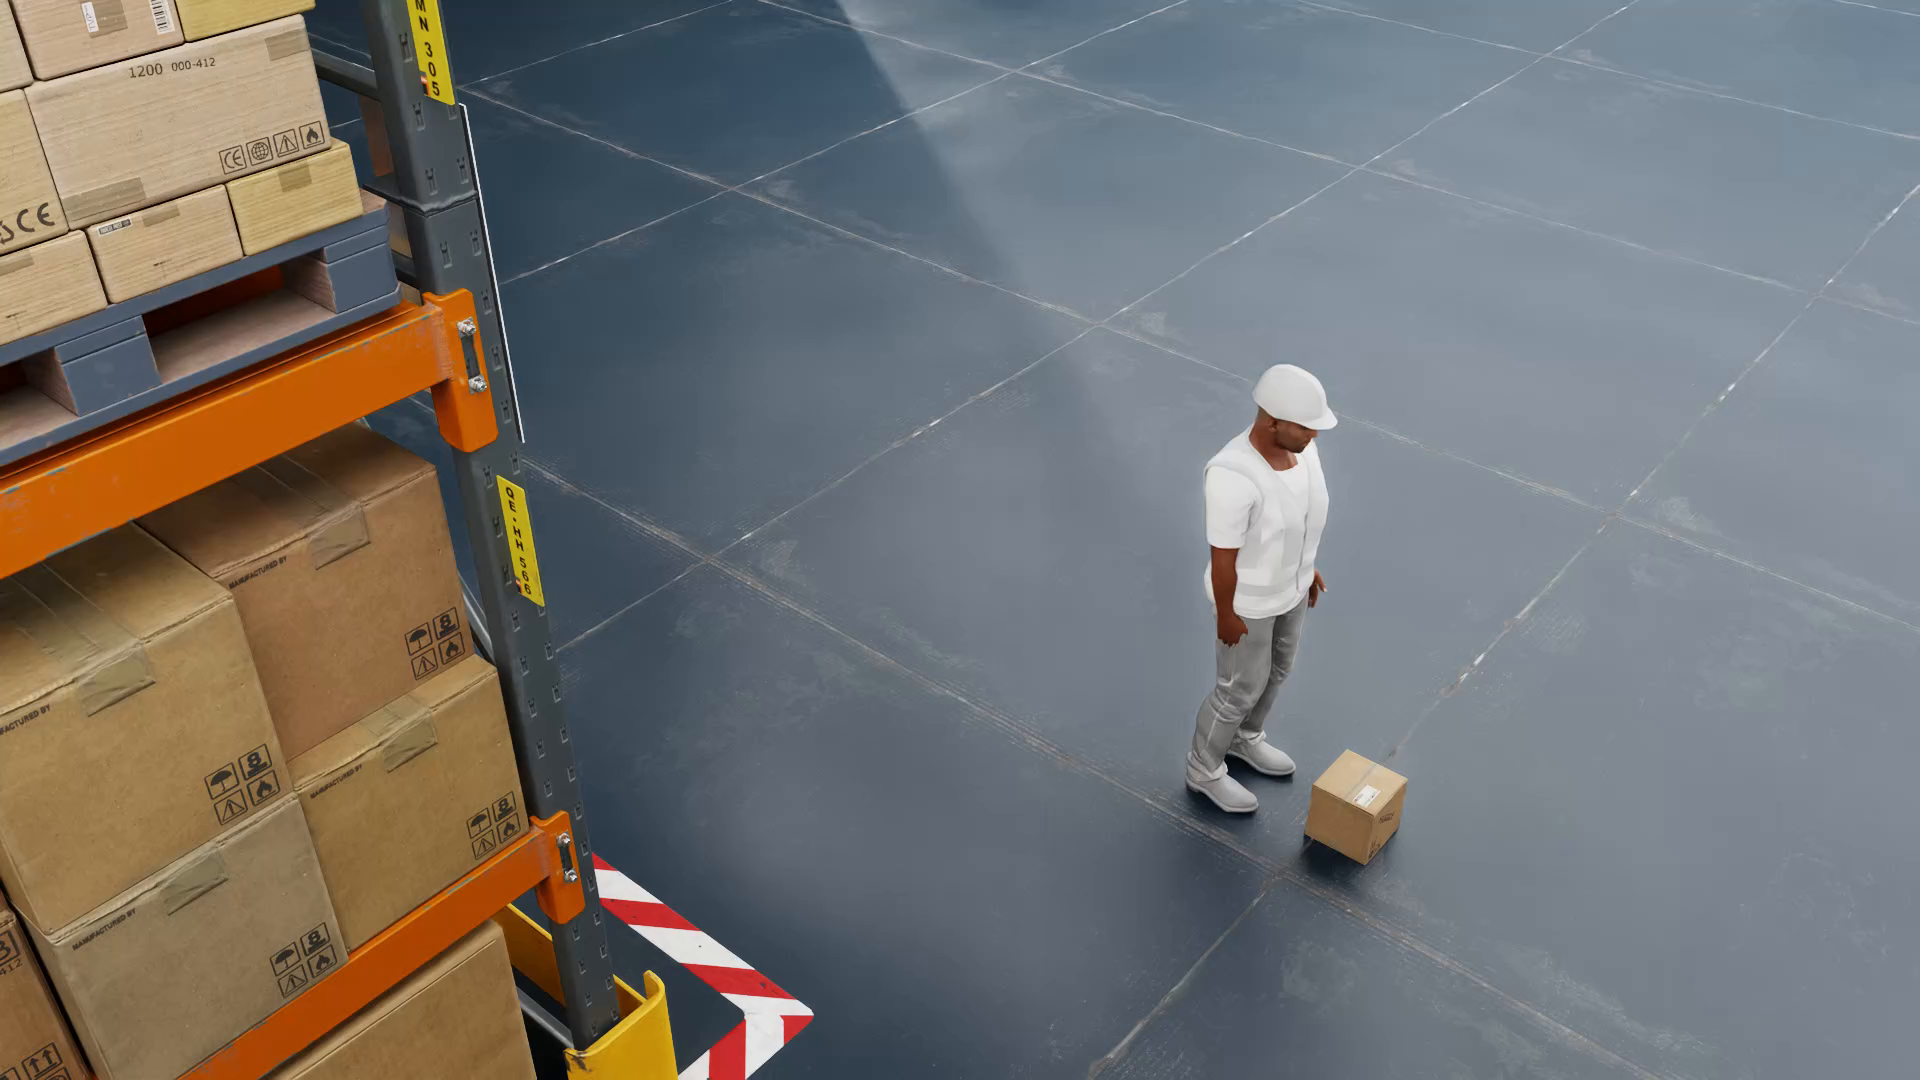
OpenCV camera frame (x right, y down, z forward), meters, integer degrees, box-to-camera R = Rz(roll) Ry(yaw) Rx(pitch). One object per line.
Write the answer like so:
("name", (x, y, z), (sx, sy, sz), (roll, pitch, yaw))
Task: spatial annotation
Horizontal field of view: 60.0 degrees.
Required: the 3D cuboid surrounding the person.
("person", (1.068, 0.165, 5.889), (0.364, 1.762, 0.566), (26, 43, 33))
